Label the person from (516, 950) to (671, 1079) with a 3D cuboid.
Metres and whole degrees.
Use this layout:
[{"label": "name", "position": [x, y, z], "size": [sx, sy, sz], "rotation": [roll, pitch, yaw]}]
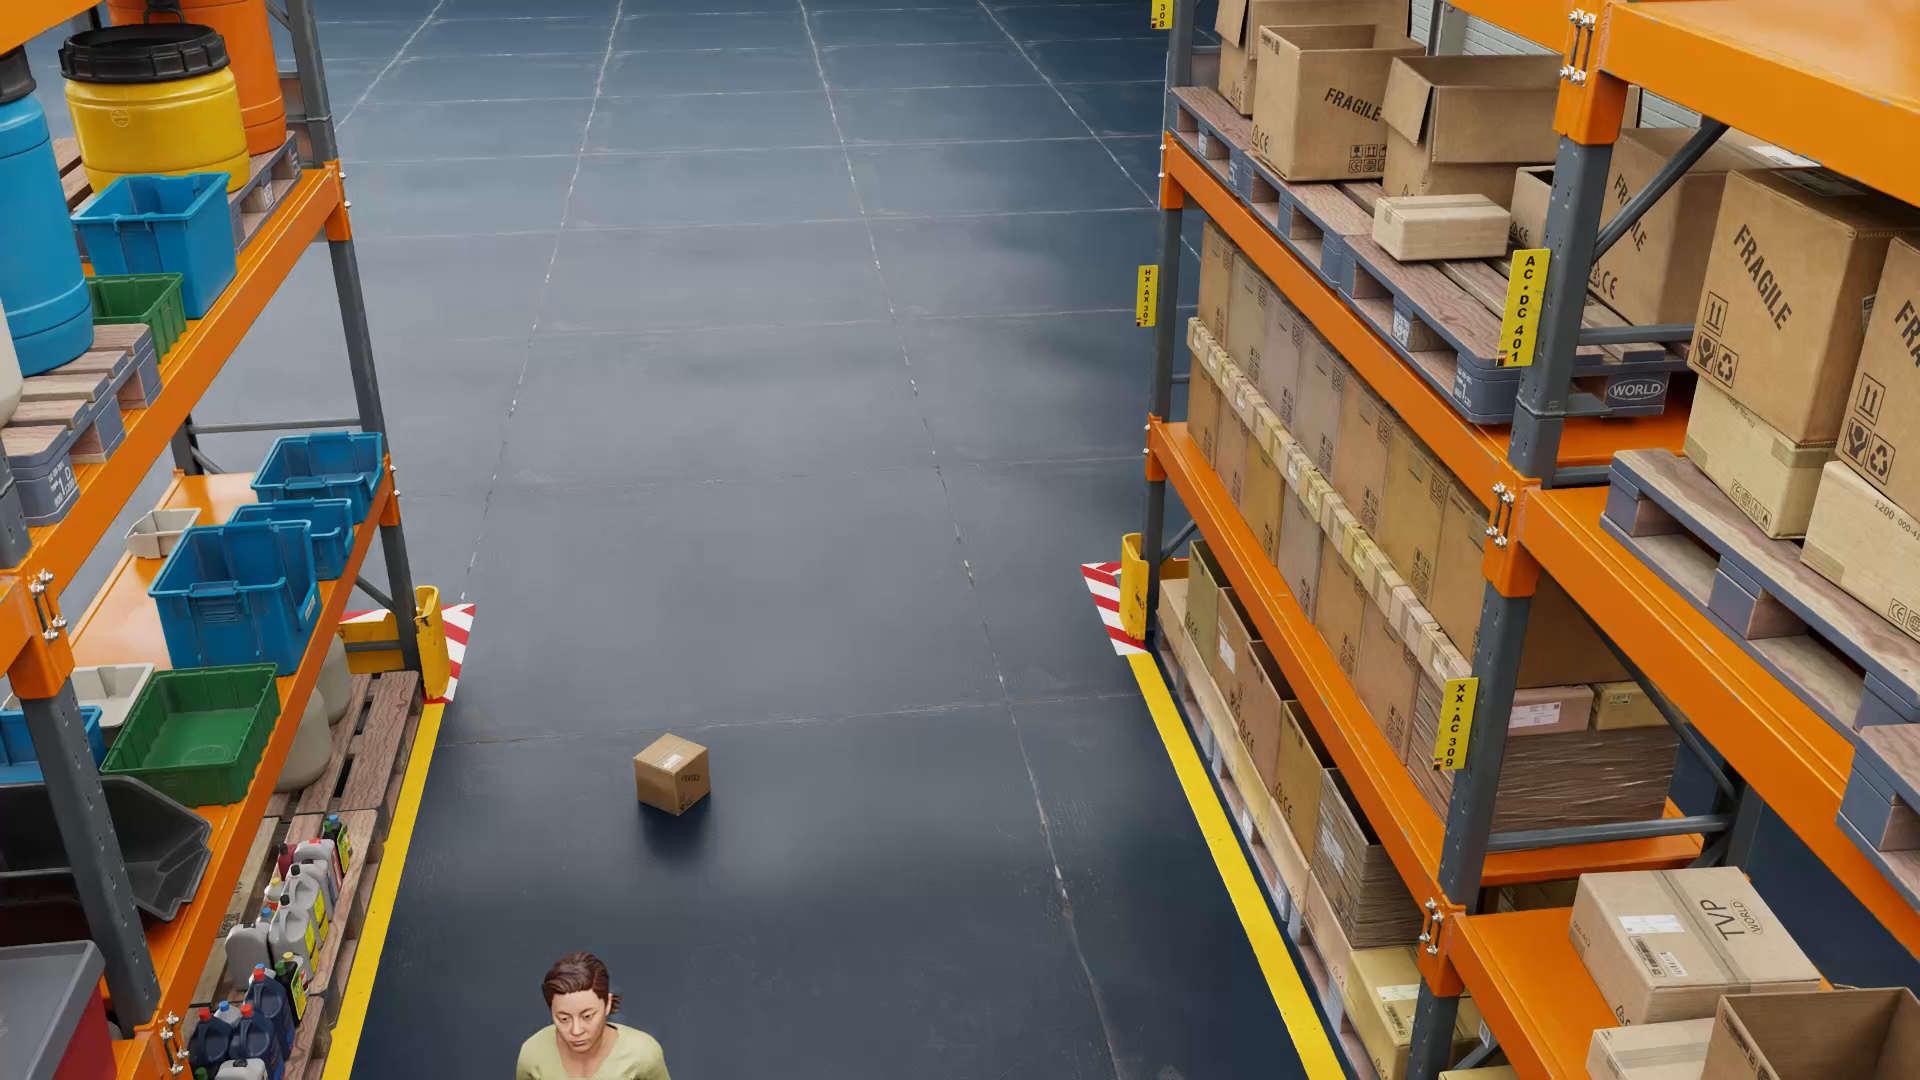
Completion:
[{"label": "person", "position": [-1.069, 1.901, 4.925], "size": [0.439, 1.627, 0.939], "rotation": [2, 27, 5]}]
